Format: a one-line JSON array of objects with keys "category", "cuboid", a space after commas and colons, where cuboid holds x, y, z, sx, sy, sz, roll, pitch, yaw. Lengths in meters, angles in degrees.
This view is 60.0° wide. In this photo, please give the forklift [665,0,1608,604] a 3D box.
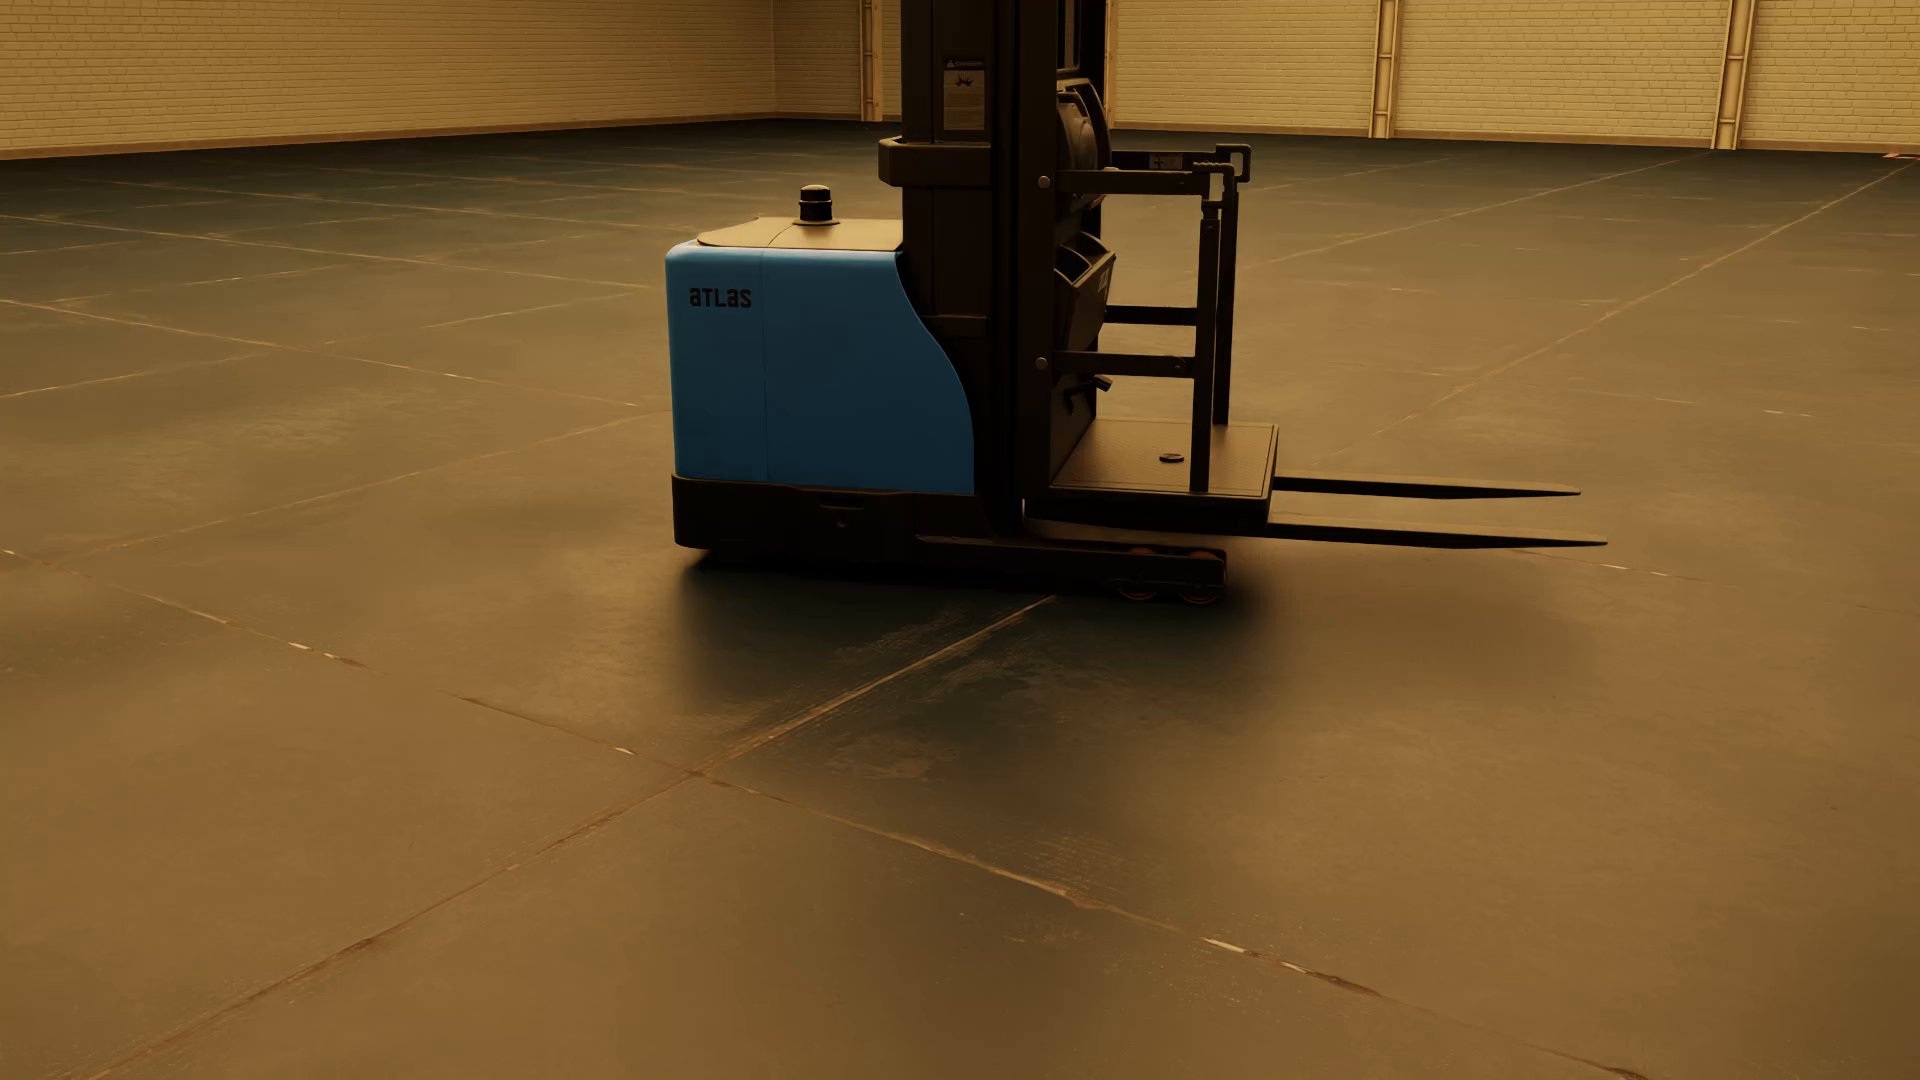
[{"category": "forklift", "cuboid": [0.595, -1.367, 5.404, 3.031, 2.935, 1.130, 4, 17, 12]}]
